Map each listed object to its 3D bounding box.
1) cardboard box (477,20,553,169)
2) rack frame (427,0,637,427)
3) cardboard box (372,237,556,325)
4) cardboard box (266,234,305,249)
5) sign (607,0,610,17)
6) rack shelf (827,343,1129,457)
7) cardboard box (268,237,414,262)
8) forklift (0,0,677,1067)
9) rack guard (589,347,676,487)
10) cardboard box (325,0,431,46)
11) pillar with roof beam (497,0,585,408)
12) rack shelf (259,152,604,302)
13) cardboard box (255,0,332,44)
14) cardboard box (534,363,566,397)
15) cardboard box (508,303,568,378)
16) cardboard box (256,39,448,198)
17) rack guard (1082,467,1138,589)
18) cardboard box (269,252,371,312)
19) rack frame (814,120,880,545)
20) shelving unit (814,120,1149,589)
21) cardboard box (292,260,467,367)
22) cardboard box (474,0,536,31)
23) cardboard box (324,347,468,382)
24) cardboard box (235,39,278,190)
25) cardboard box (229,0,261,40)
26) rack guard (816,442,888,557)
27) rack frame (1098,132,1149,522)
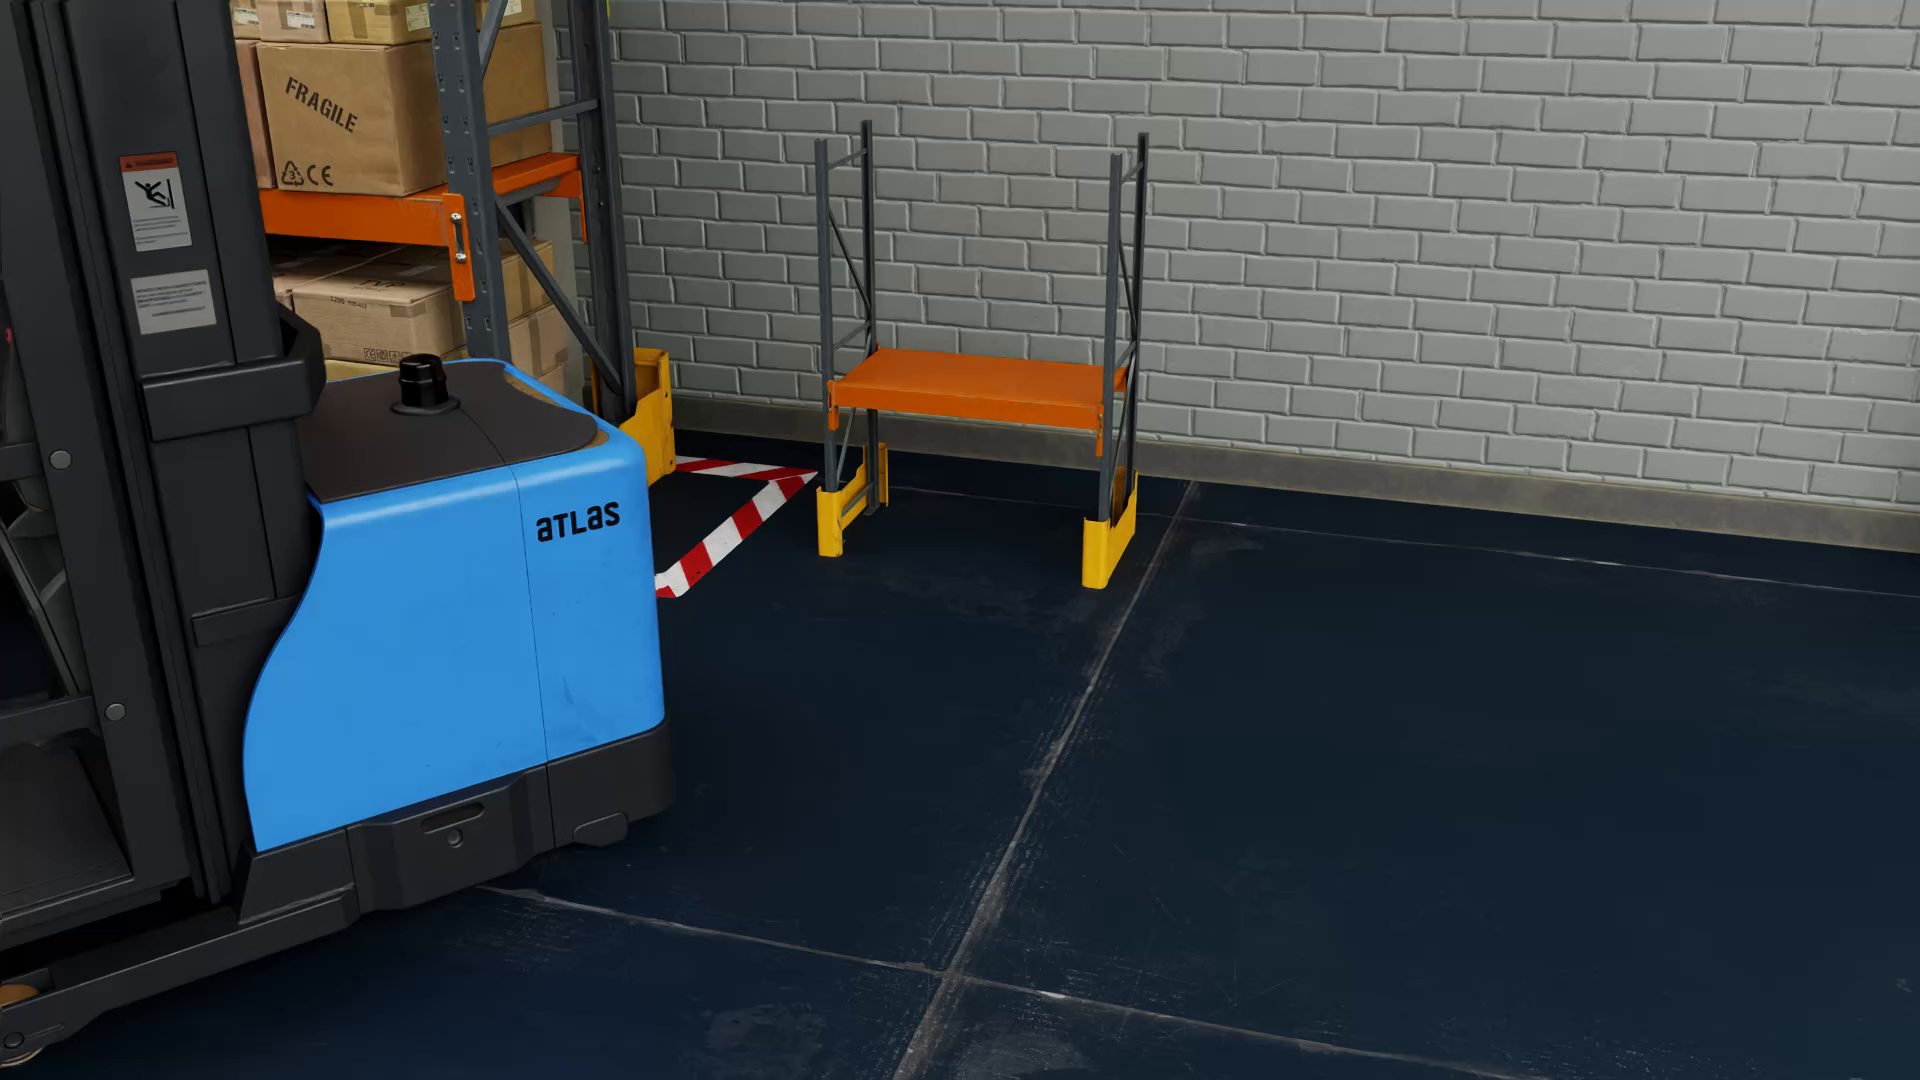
[{"bbox_3d":[-1.931,-1.717,6.371,0.500,0.500,0.500,7,23,17],"label":"cardboard box"},{"bbox_3d":[-1.537,-1.515,6.012,0.127,3.000,1.000,7,23,16],"label":"rack frame"},{"bbox_3d":[-1.942,-1.021,6.560,0.500,0.250,0.500,6,23,15],"label":"cardboard box"},{"bbox_3d":[-2.897,-1.134,6.834,0.500,0.250,0.500,6,23,15],"label":"cardboard box"},{"bbox_3d":[-1.371,-2.153,6.322,0.005,0.325,0.100,7,23,16],"label":"sign"},{"bbox_3d":[0.082,-0.518,6.031,1.000,0.185,0.538,7,23,16],"label":"rack shelf"},{"bbox_3d":[-2.422,-1.075,6.690,0.500,0.250,0.500,7,23,16],"label":"cardboard box"},{"bbox_3d":[-2.246,-0.421,3.435,3.031,2.935,1.130,-15,27,-33],"label":"forklift"},{"bbox_3d":[-1.514,-0.356,6.480,0.348,0.500,1.175,7,23,16],"label":"rack guard"},{"bbox_3d":[-1.950,-1.798,5.714,0.250,0.149,0.380,7,23,16],"label":"cardboard box"},{"bbox_3d":[-3.187,-3.131,2.044,0.400,9.000,9.100,7,23,16],"label":"pillar with roof beam"},{"bbox_3d":[-3.452,-1.402,6.683,4.000,0.370,1.077,7,23,16],"label":"rack shelf"},{"bbox_3d":[-2.203,-1.815,5.756,0.250,0.149,0.380,7,23,16],"label":"cardboard box"},{"bbox_3d":[-1.951,-0.562,6.758,0.500,0.250,0.500,7,23,16],"label":"cardboard box"},{"bbox_3d":[-1.927,-0.796,6.668,0.500,0.250,0.500,7,23,16],"label":"cardboard box"},{"bbox_3d":[-2.084,-1.520,5.892,0.500,0.500,0.500,6,23,14],"label":"cardboard box"},{"bbox_3d":[0.550,-0.053,6.069,0.087,0.250,0.587,7,23,16],"label":"rack guard"},{"bbox_3d":[-2.558,-0.891,6.242,0.500,0.250,0.500,7,23,16],"label":"cardboard box"},{"bbox_3d":[-0.405,-0.740,6.098,0.032,1.500,0.500,7,23,16],"label":"rack frame"},{"bbox_3d":[0.073,-0.686,5.965,1.083,1.500,0.587,7,23,16],"label":"shelving unit"},{"bbox_3d":[-2.068,-0.837,6.111,0.500,0.250,0.500,7,23,17],"label":"cardboard box"},{"bbox_3d":[-1.787,-1.993,6.190,0.250,0.149,0.380,6,23,14],"label":"cardboard box"},{"bbox_3d":[-2.093,-0.609,6.212,0.500,0.250,0.500,6,23,15],"label":"cardboard box"},{"bbox_3d":[-2.578,-1.580,6.038,0.500,0.500,0.500,7,23,17],"label":"cardboard box"},{"bbox_3d":[-2.434,-1.866,5.880,0.250,0.149,0.380,7,23,17],"label":"cardboard box"},{"bbox_3d":[-0.404,-0.162,6.335,0.087,0.250,0.587,7,23,16],"label":"rack guard"},{"bbox_3d":[0.568,-0.629,5.827,0.032,1.500,0.500,7,23,16],"label":"rack frame"}]
